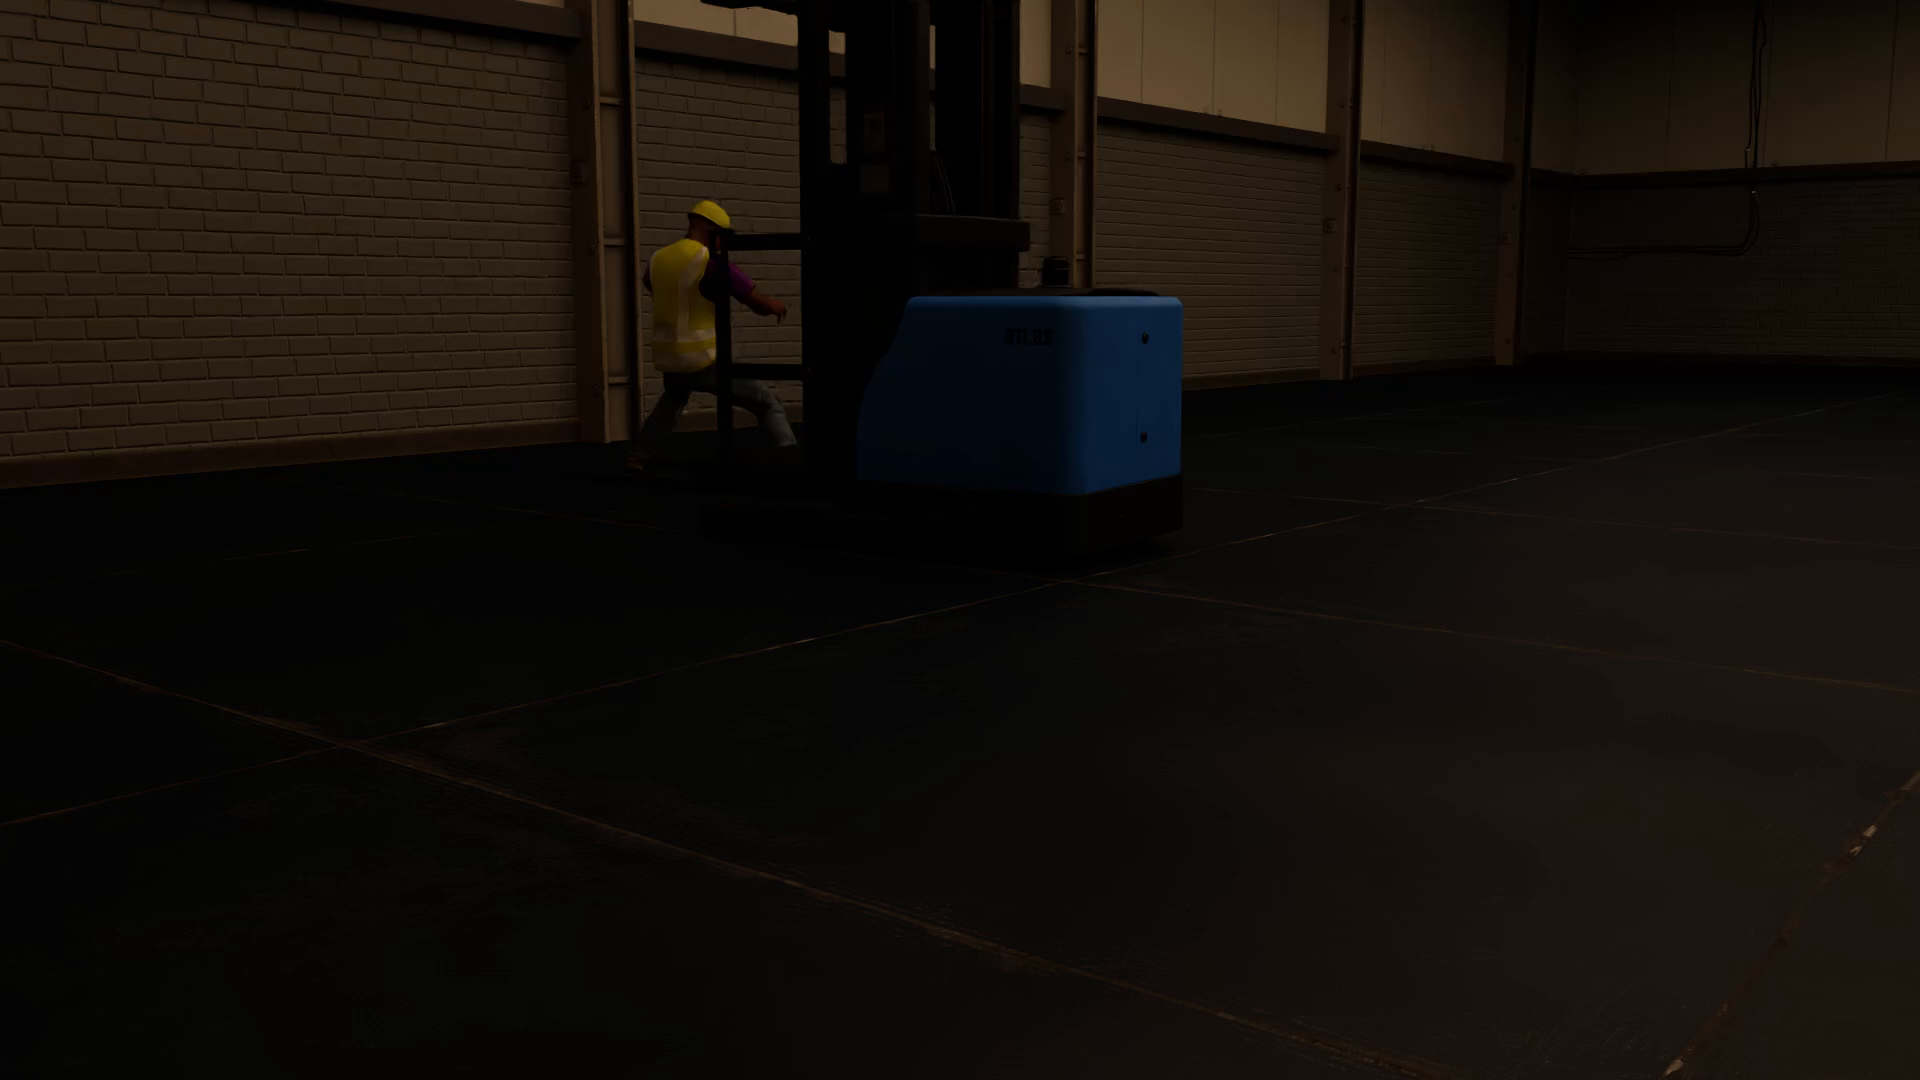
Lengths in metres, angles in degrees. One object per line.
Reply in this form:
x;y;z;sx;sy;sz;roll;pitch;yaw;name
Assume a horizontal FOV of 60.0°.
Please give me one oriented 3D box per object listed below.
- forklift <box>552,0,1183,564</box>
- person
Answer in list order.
-0.549;-1.491;7.474;3.031;2.935;1.130;5;10;32;forklift
-1.338;-1.047;8.981;1.222;1.533;0.719;8;11;42;person
